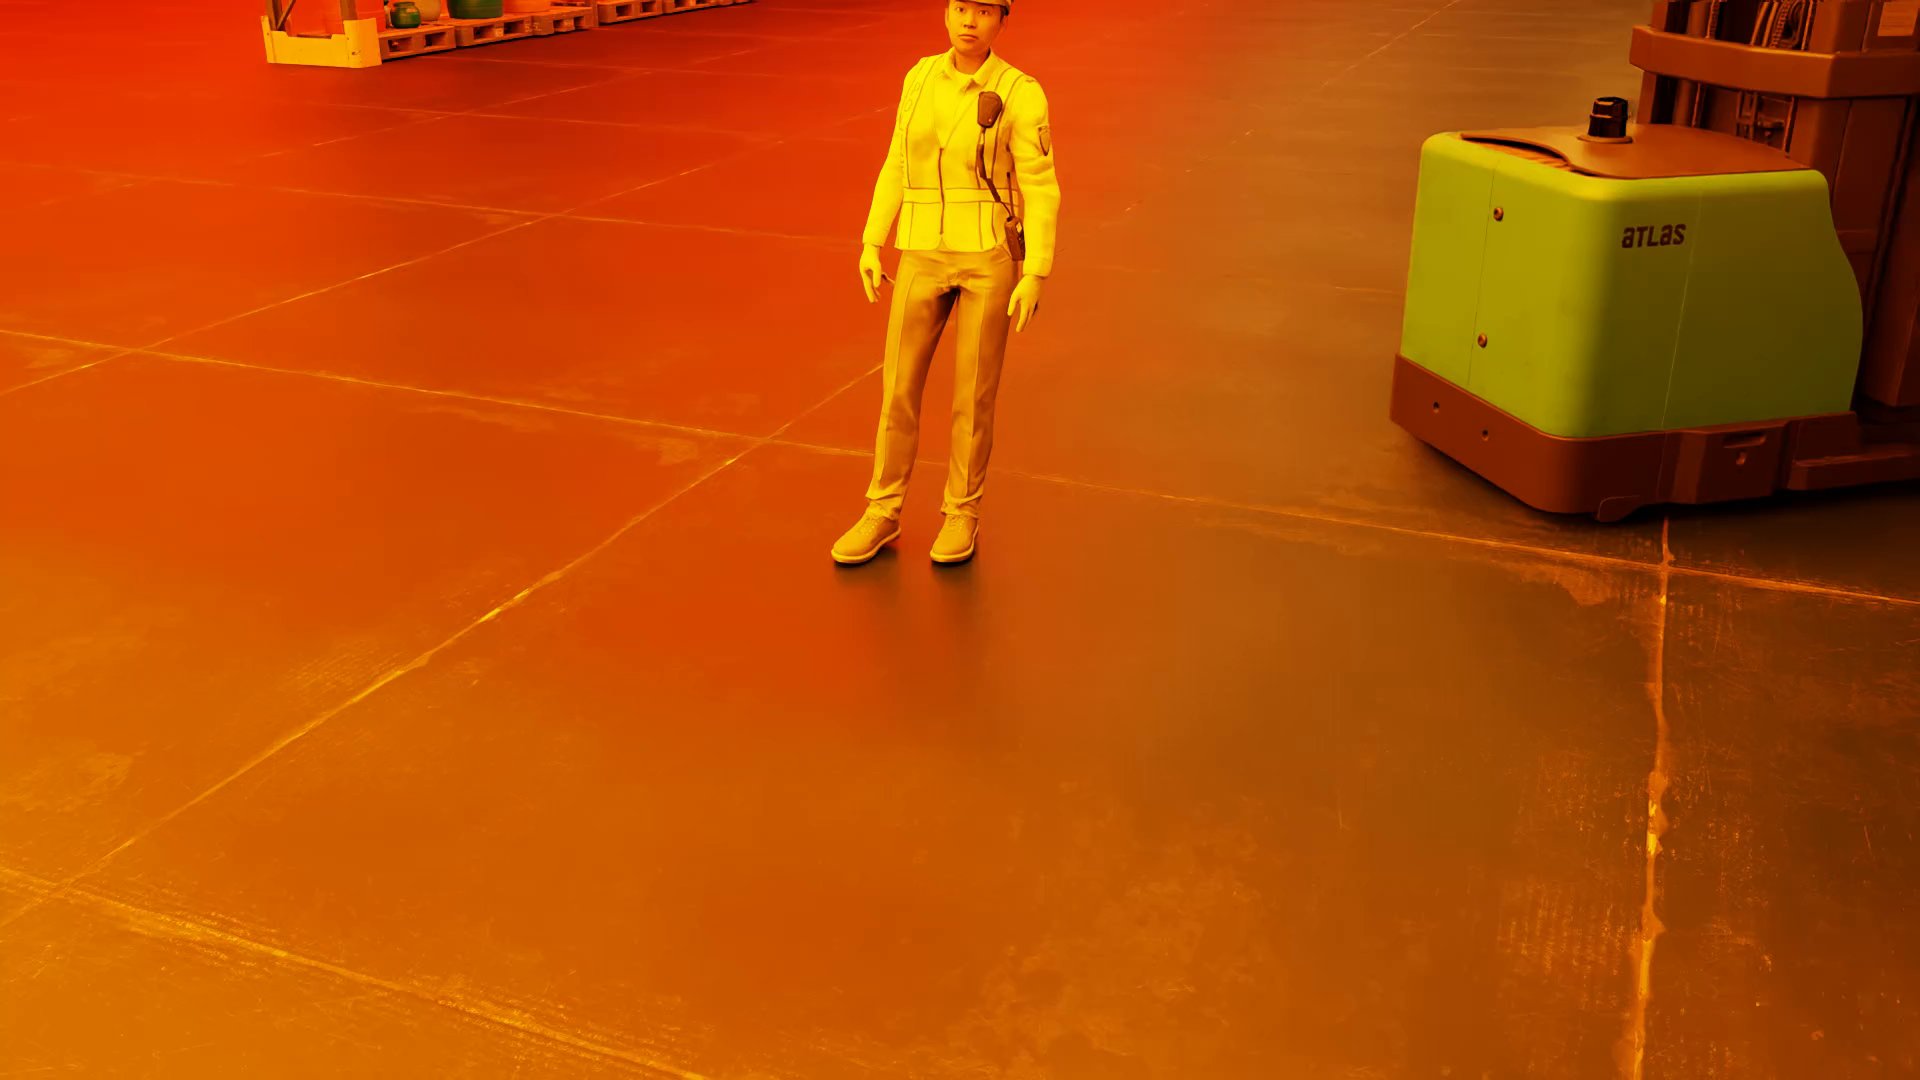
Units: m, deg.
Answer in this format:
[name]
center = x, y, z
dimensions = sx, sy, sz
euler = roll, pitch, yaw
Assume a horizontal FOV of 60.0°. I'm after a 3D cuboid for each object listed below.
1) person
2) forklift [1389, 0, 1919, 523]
[person]
center = -0.033, -0.765, 4.707
dimensions = 0.586, 1.694, 0.532
euler = 9, 24, 21
[forklift]
center = 3.110, -1.708, 5.379
dimensions = 3.031, 2.935, 1.130
euler = -6, 23, -14
